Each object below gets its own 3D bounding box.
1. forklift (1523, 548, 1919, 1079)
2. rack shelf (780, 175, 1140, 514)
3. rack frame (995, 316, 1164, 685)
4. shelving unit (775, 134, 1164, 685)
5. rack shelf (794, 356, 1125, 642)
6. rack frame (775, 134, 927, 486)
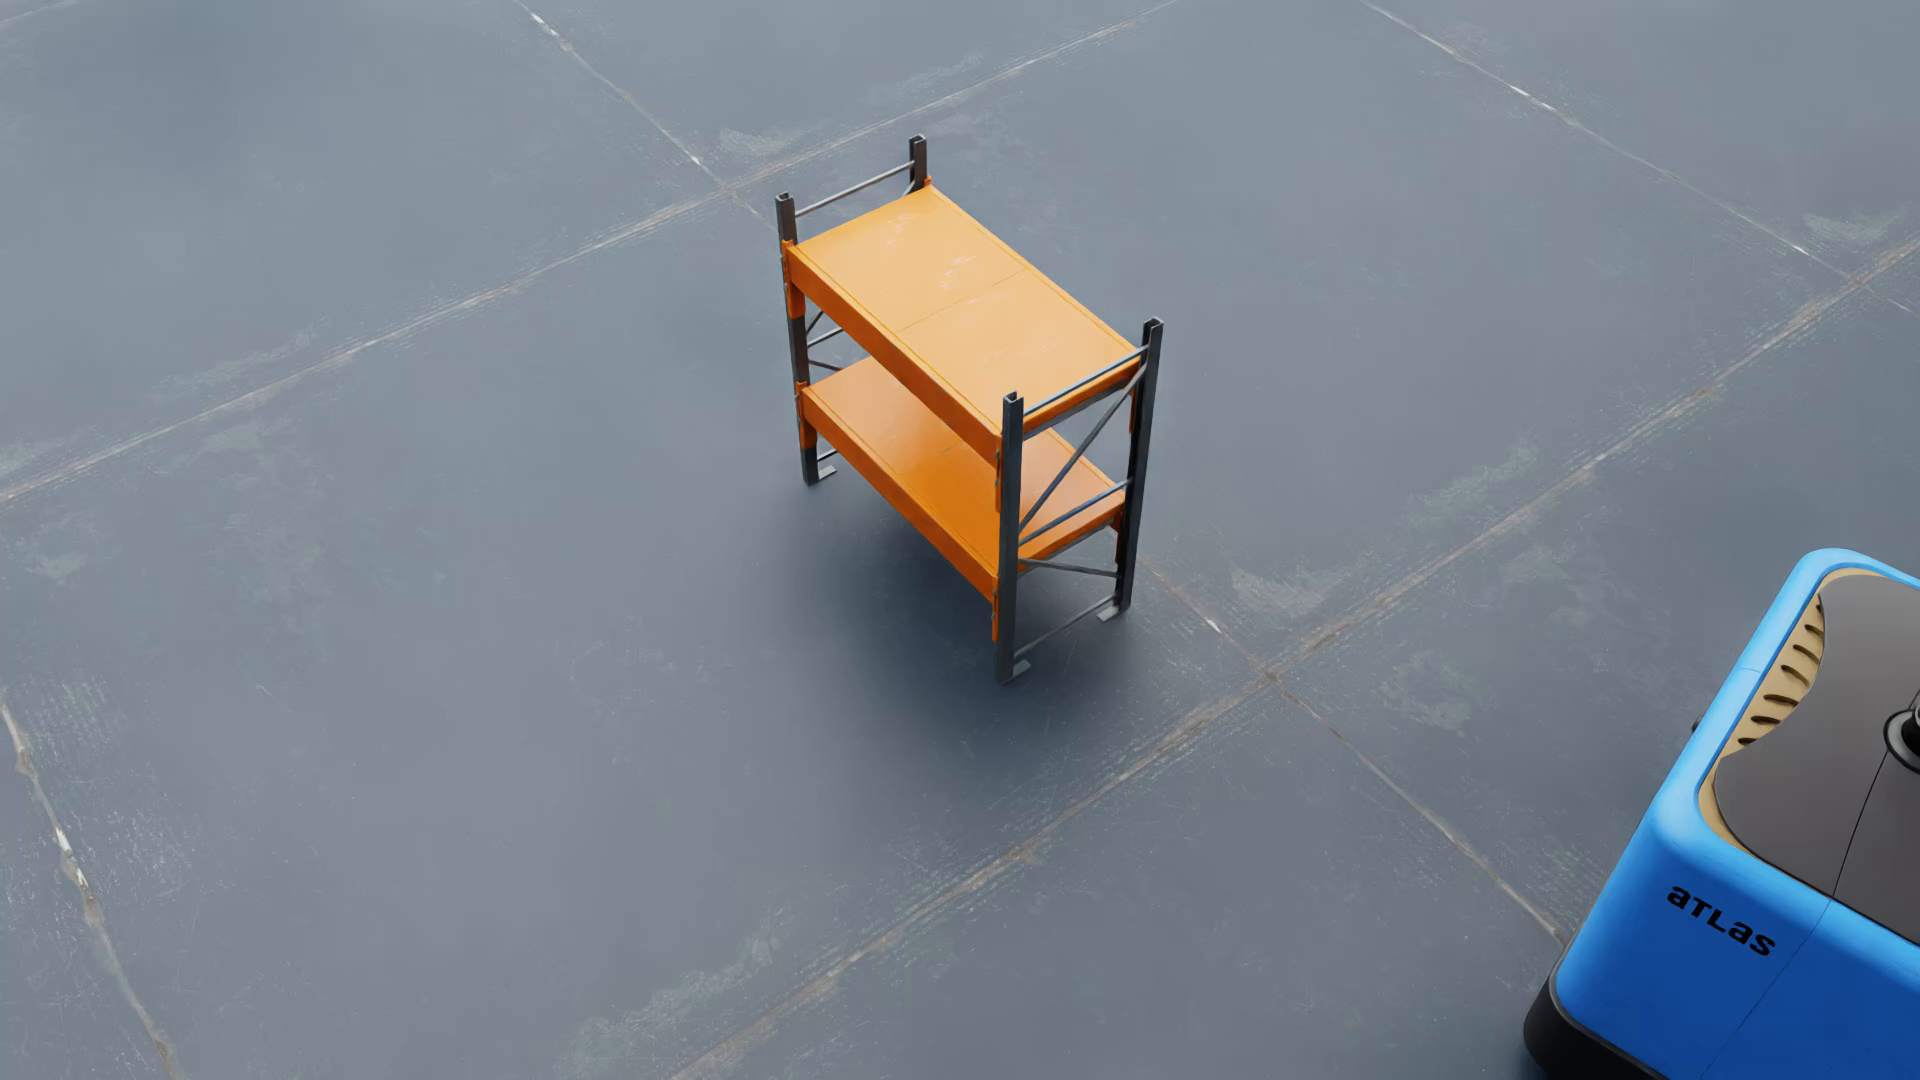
[{"bbox_3d":[2.842,0.689,2.647,3.031,2.935,1.130,30,55,25],"label":"forklift"},{"bbox_3d":[0.004,-0.570,4.613,0.538,0.278,1.000,-29,54,-24],"label":"rack shelf"},{"bbox_3d":[0.312,-0.074,4.558,0.500,1.125,0.032,-29,54,-24],"label":"rack frame"},{"bbox_3d":[0.004,-0.374,4.830,0.538,1.125,1.048,-29,54,-24],"label":"shelving unit"},{"bbox_3d":[0.004,-0.210,5.011,0.538,0.278,1.000,-29,54,-24],"label":"rack shelf"},{"bbox_3d":[-0.304,-0.674,5.101,0.500,1.125,0.032,-29,54,-24],"label":"rack frame"}]
